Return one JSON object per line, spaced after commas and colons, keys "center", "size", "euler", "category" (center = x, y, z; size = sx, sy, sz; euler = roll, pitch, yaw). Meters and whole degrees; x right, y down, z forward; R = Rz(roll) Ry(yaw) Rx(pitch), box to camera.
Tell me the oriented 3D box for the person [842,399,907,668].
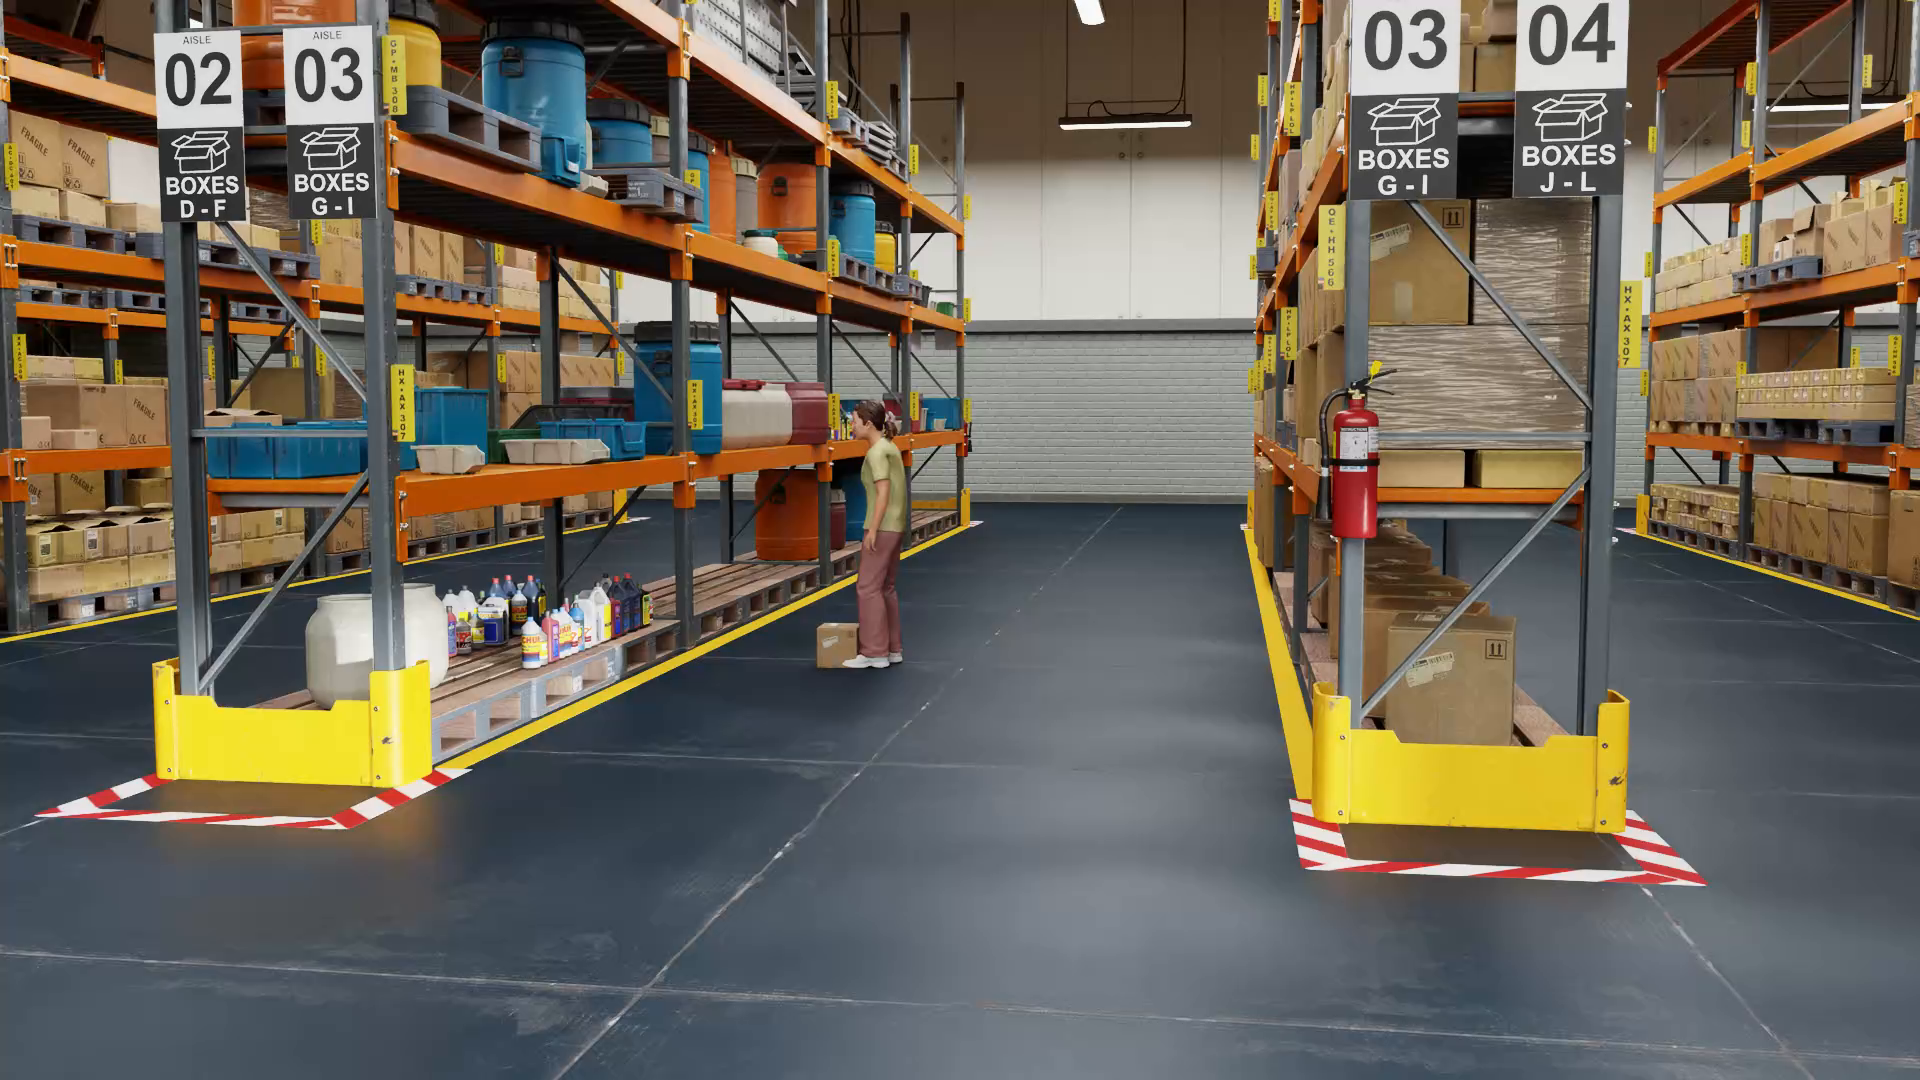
{"center": [-0.538, -0.042, 10.393], "size": [0.408, 1.673, 0.519], "euler": [0, 5, 6], "category": "person"}
